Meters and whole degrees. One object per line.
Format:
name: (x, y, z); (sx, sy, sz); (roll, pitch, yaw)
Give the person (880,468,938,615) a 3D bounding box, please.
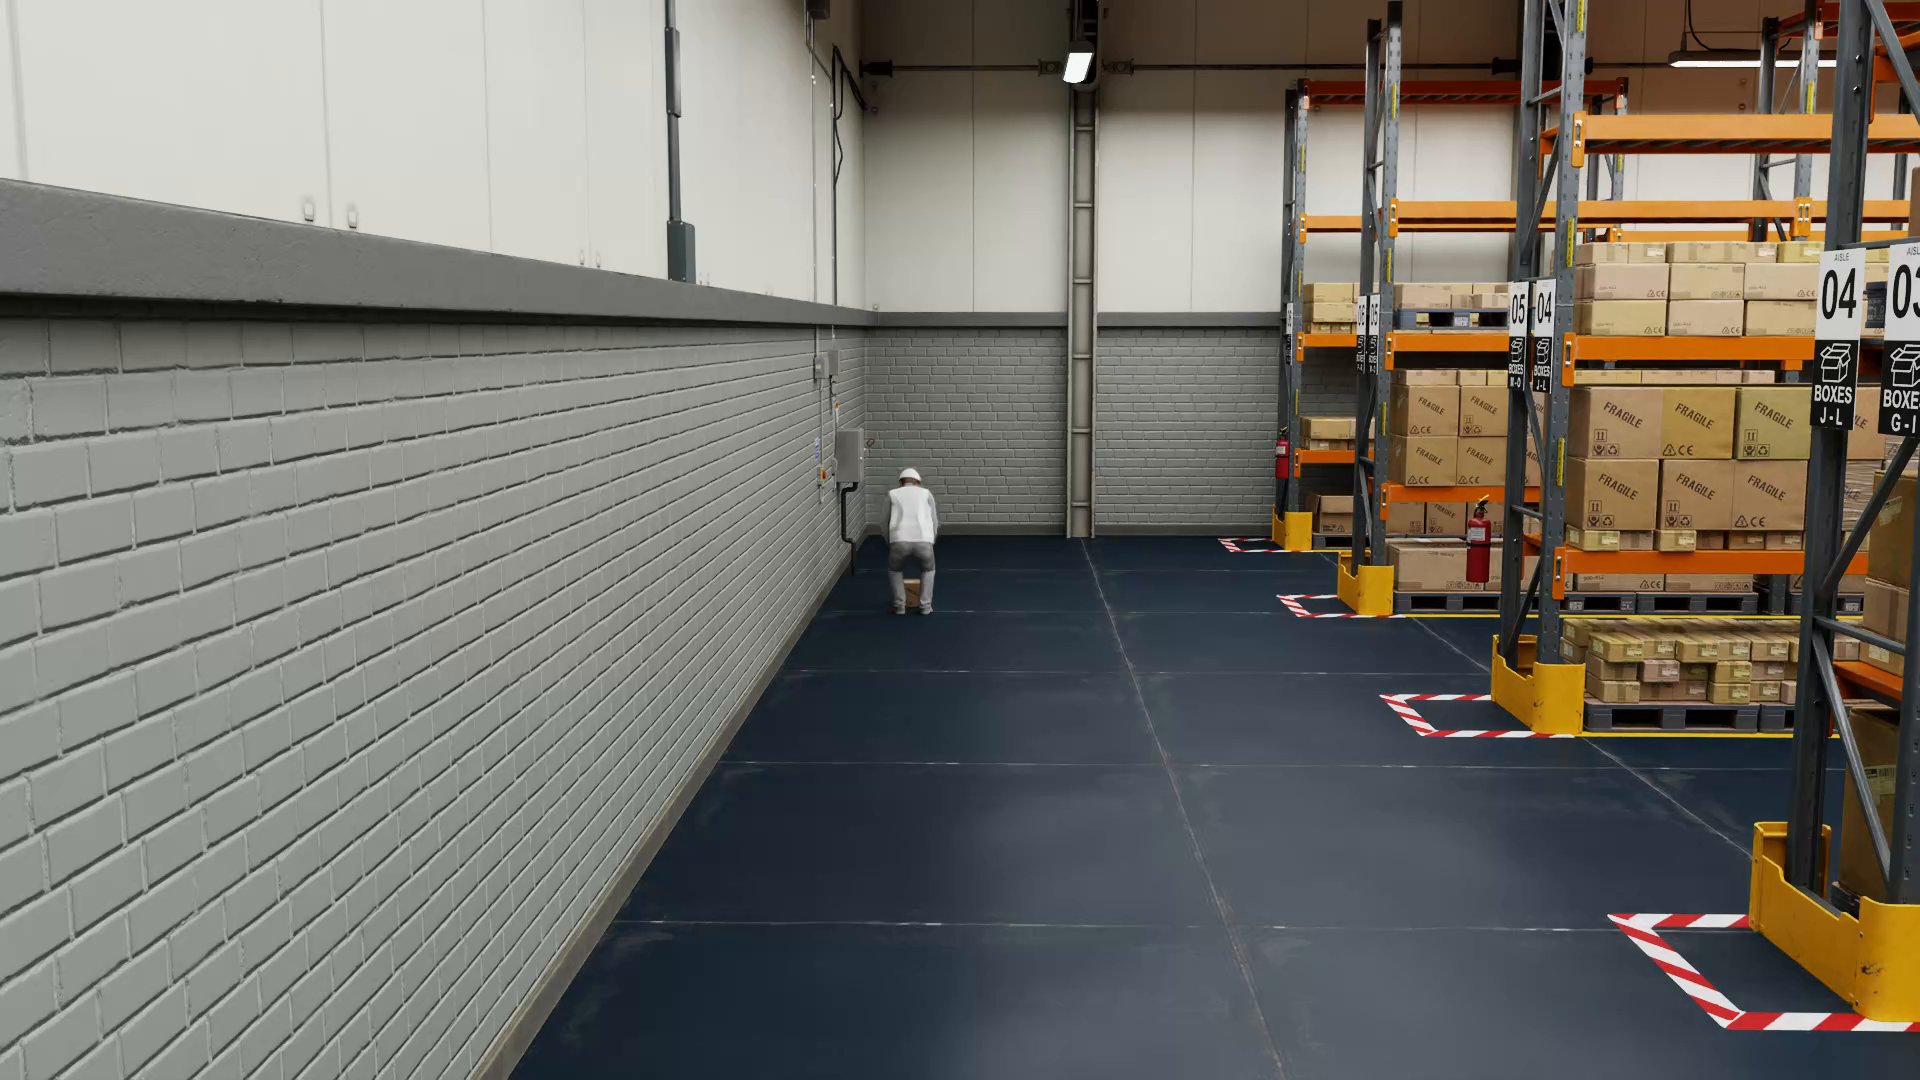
person: (-0.519, 0.015, 16.862); (0.591, 1.449, 0.753); (0, 7, 1)
